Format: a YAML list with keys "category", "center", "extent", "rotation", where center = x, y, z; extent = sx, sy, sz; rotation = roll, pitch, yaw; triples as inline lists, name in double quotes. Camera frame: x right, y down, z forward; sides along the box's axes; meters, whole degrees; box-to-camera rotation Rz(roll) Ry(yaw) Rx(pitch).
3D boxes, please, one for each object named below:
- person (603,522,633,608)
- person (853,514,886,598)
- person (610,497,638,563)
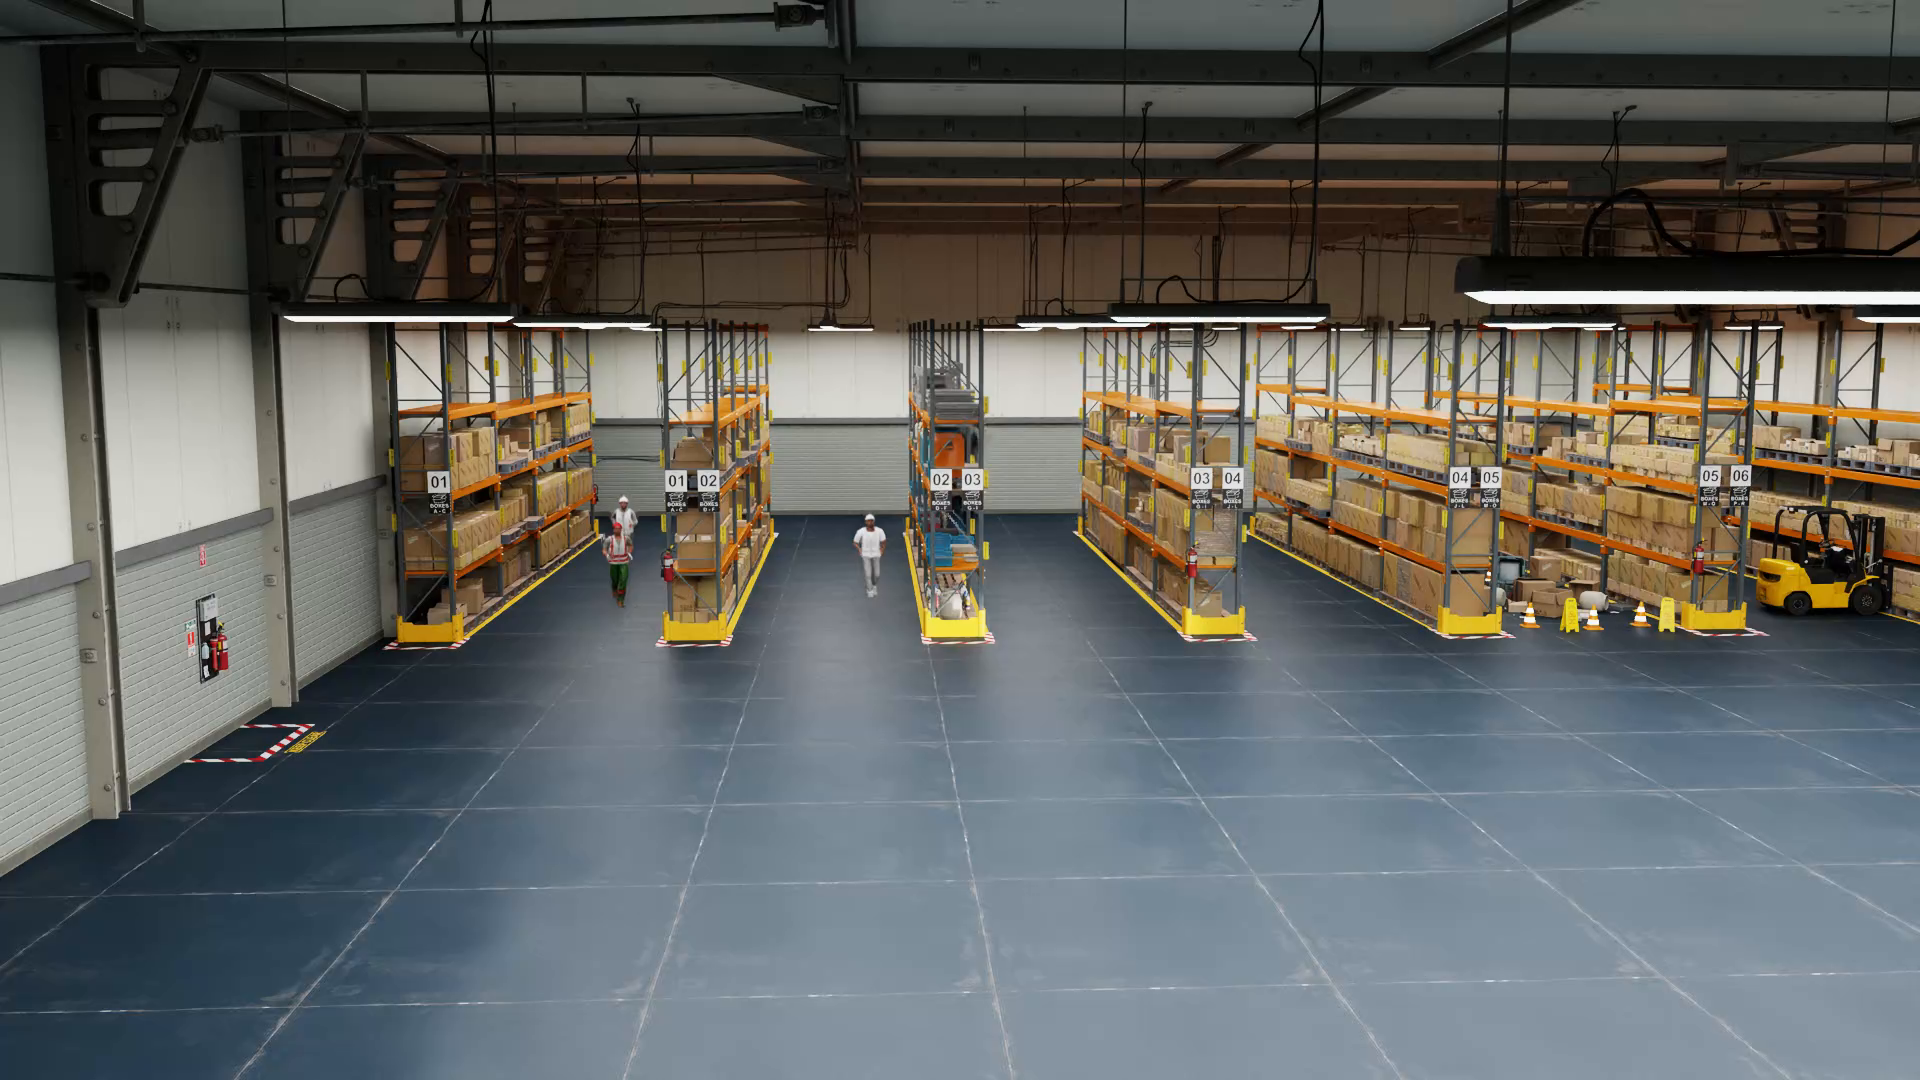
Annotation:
- category: "person"
  center: [-7.227, 0.507, 35.221]
  extent: [0.656, 1.783, 0.899]
  rotation: [-2, 7, -16]
- category: "person"
  center: [-1.849, 0.336, 34.366]
  extent: [0.696, 1.735, 0.558]
  rotation: [-1, 7, -10]
- category: "person"
  center: [-8.204, -0.168, 40.638]
  extent: [0.663, 1.779, 0.940]
  rotation: [-1, 7, -9]
